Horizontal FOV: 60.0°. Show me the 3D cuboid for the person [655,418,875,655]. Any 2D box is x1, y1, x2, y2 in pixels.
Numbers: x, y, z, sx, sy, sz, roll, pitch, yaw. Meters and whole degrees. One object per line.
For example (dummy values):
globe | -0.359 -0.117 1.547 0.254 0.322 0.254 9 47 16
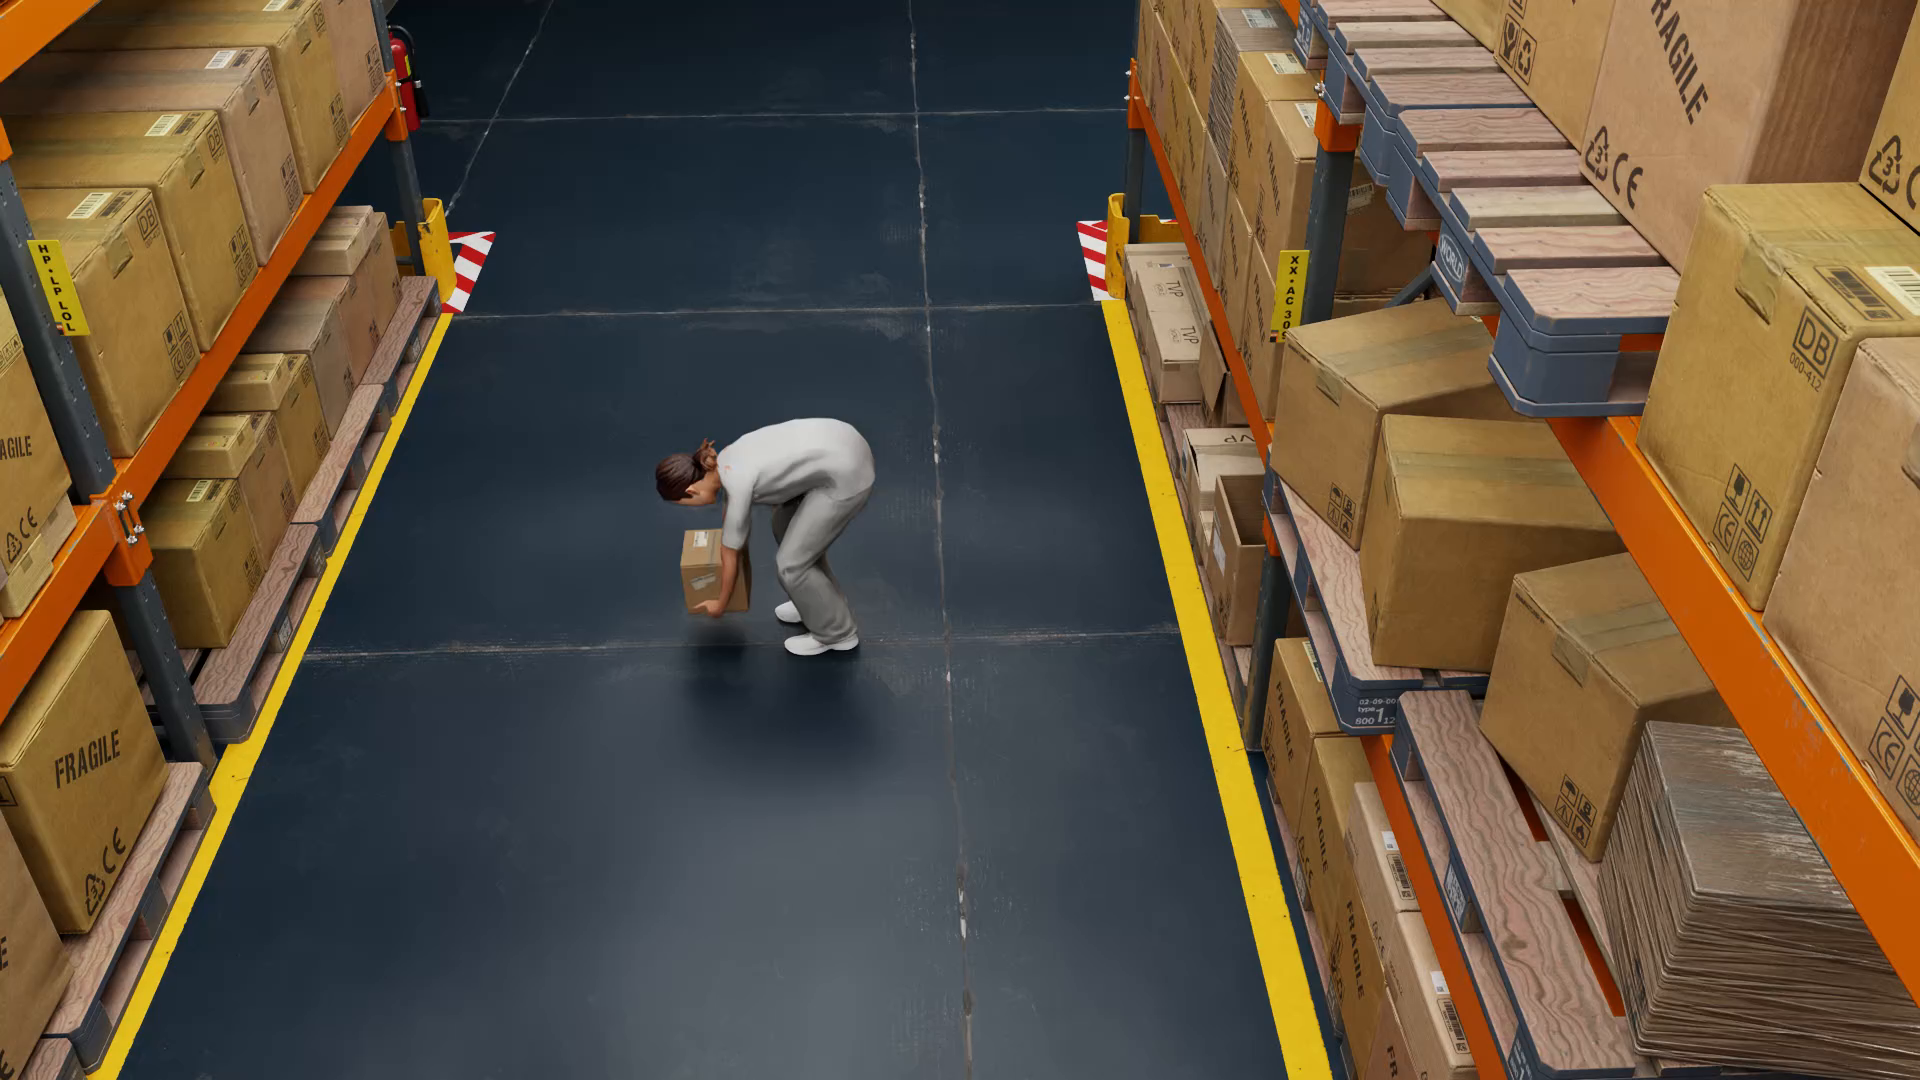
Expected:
person | -0.768 -0.010 6.746 0.865 0.998 0.439 -3 35 -4
